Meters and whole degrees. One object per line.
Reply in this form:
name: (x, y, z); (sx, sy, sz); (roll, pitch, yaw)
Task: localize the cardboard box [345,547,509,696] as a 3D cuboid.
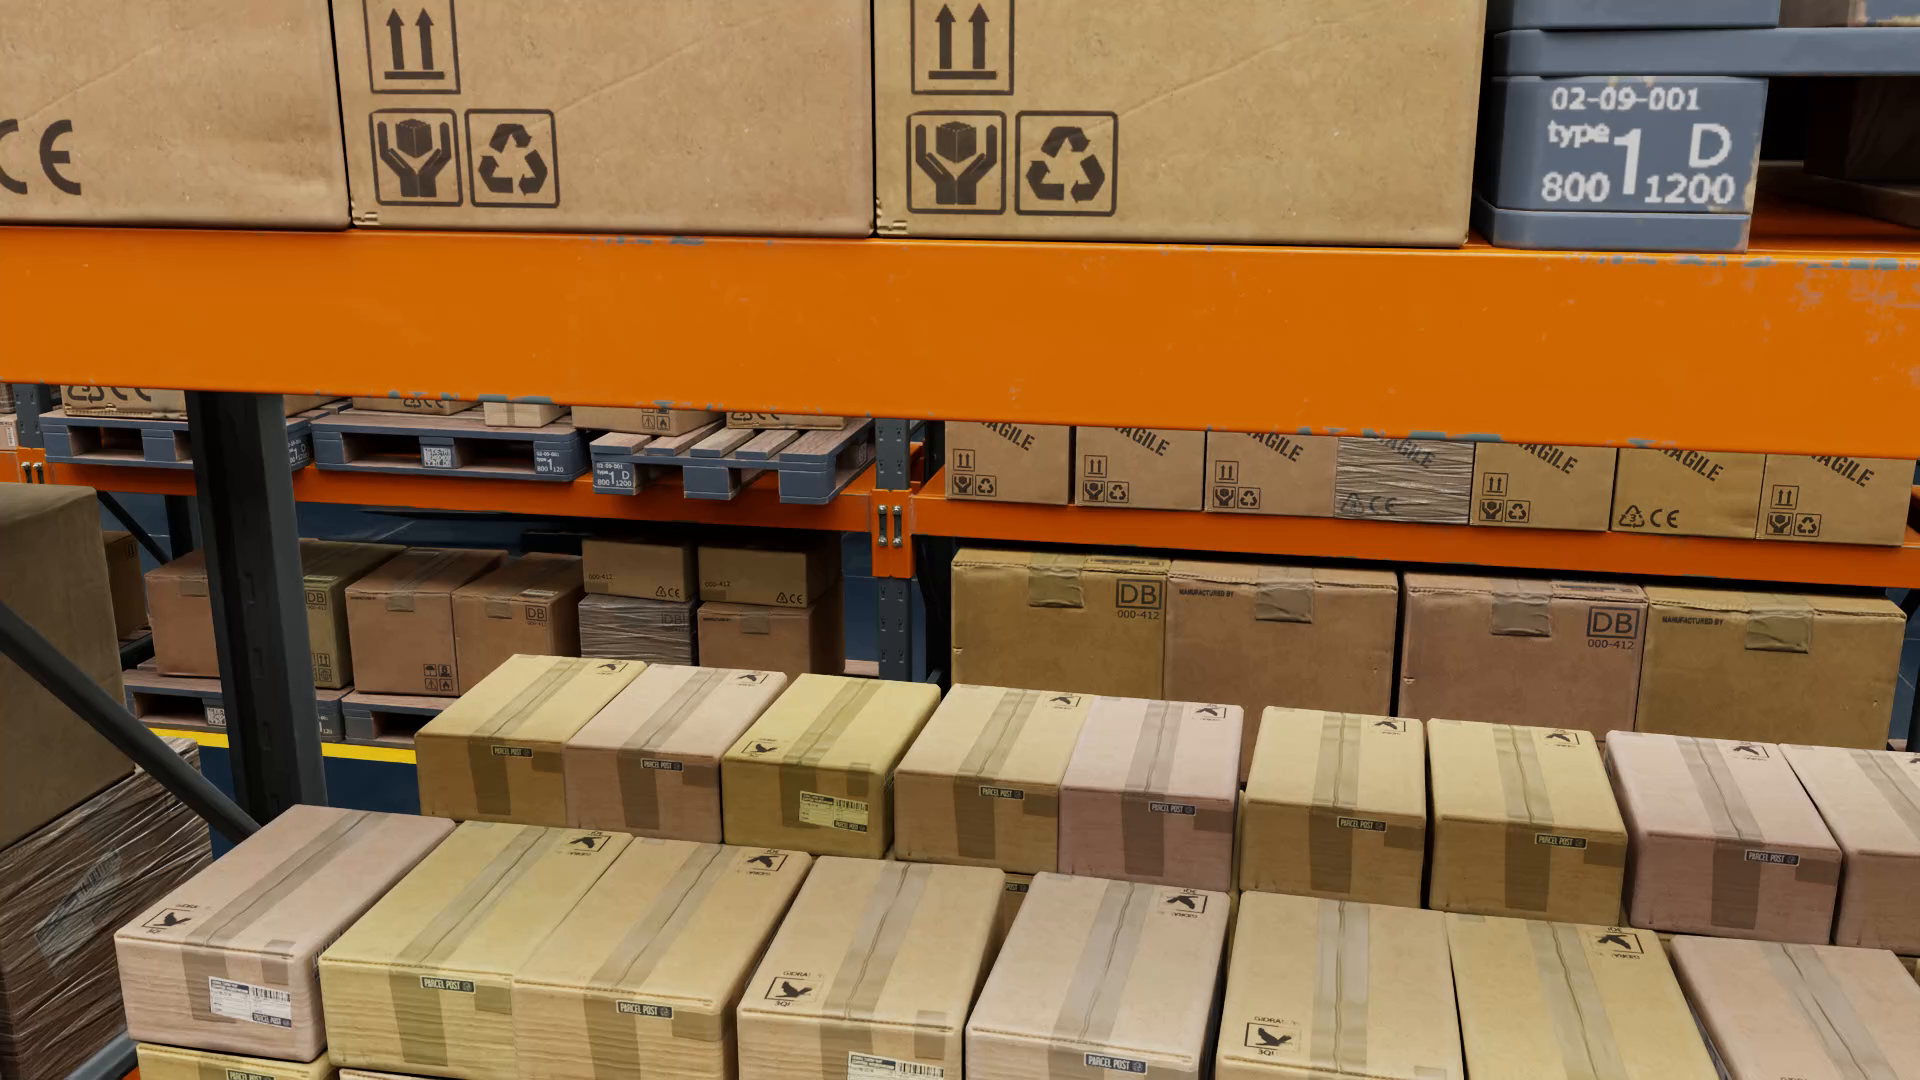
cardboard box: (-2.493, 0.374, 7.881); (0.500, 0.500, 0.700); (2, 16, 6)

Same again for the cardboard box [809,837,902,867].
cardboard box: (-0.175, 0.498, 2.703); (0.250, 0.149, 0.380); (3, 16, 12)

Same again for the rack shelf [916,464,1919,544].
rack shelf: (1.777, -0.145, 6.878); (3.809, 0.124, 0.919); (3, 16, 11)

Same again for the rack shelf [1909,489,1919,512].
rack shelf: (5.697, 0.033, 6.100); (3.809, 0.052, 0.919); (3, 16, 11)

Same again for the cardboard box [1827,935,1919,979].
cardboard box: (1.328, 0.581, 2.403); (0.250, 0.149, 0.380); (4, 16, 13)

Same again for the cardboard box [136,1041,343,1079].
cardboard box: (-0.837, 0.642, 2.183); (0.250, 0.149, 0.380); (4, 16, 14)

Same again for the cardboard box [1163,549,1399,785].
cardboard box: (1.361, 0.409, 7.089); (0.875, 0.875, 1.225); (3, 16, 11)

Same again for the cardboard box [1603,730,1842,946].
cardboard box: (1.088, 0.423, 2.415); (0.250, 0.149, 0.380); (4, 16, 13)

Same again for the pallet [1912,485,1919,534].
pallet: (6.651, -0.150, 11.137); (1.213, 0.211, 1.003); (3, 16, 11)

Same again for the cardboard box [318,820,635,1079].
cardboard box: (-0.592, 0.509, 2.105); (0.250, 0.149, 0.380); (3, 16, 10)

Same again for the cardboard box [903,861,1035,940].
cardboard box: (0.070, 0.511, 2.654); (0.250, 0.149, 0.380); (3, 16, 11)

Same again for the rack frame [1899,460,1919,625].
rack frame: (3.736, -0.290, 6.421); (0.053, 2.616, 0.949); (3, 16, 11)

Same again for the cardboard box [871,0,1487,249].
cardboard box: (0.219, -0.556, 1.572); (0.500, 0.500, 0.500); (3, 16, 11)

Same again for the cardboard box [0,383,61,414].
cardboard box: (-4.531, -0.948, 8.052); (0.500, 0.500, 0.875); (3, 16, 11)

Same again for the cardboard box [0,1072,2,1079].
cardboard box: (-1.961, 0.702, 2.650); (1.009, 0.500, 1.038); (3, 16, 11)

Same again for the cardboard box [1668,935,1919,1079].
cardboard box: (0.940, 0.593, 1.801); (0.250, 0.149, 0.380); (2, 16, 9)

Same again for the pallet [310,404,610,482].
pallet: (-2.131, -0.506, 7.559); (1.213, 0.211, 1.003); (3, 16, 11)

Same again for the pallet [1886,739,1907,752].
pallet: (4.466, 1.114, 6.576); (1.213, 0.211, 1.003); (3, 16, 11)

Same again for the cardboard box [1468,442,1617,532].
cardboard box: (2.227, -0.347, 6.438); (0.500, 0.500, 0.500); (3, 16, 10)

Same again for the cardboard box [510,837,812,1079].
cardboard box: (-0.353, 0.523, 2.053); (0.250, 0.149, 0.380); (3, 16, 11)

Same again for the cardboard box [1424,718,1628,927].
cardboard box: (0.823, 0.410, 2.463); (0.250, 0.149, 0.380); (4, 16, 13)

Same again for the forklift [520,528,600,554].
forklift: (-18.901, -4.196, 20.816); (37.697, 2.843, 19.219); (1, 16, 5)

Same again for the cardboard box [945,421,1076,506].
cardboard box: (0.239, -0.455, 6.828); (0.500, 0.500, 0.500); (4, 16, 13)

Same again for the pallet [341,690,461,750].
pallet: (-2.140, 0.732, 7.952); (1.213, 0.211, 1.003); (3, 16, 11)

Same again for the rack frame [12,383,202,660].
rack frame: (-4.103, -0.717, 7.960); (0.127, 3.000, 1.000); (3, 16, 11)

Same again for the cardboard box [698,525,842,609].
cardboard box: (-0.846, 0.100, 7.467); (0.500, 0.250, 0.500); (4, 16, 13)

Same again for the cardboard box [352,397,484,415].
cardboard box: (-2.386, -0.901, 7.645); (0.637, 0.503, 0.797); (5, 16, 17)

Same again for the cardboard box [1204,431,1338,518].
cardboard box: (1.248, -0.402, 6.637); (0.500, 0.500, 0.500); (3, 16, 10)

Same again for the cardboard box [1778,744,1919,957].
cardboard box: (1.335, 0.437, 2.366); (0.250, 0.149, 0.380); (3, 16, 11)

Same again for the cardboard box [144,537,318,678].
cardboard box: (-3.505, 0.314, 8.097); (0.500, 0.500, 0.700); (2, 16, 7)

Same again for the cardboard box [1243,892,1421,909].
cardboard box: (0.569, 0.539, 2.555); (0.250, 0.149, 0.380); (4, 16, 12)

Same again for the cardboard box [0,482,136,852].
cardboard box: (-1.708, 0.232, 2.476); (0.500, 0.500, 0.700); (3, 16, 11)

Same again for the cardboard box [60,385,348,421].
cardboard box: (-3.352, -1.129, 7.539); (1.000, 1.000, 1.000); (3, 16, 11)

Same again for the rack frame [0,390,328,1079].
rack frame: (-1.270, 0.788, 2.527); (0.127, 3.000, 1.000); (3, 16, 11)

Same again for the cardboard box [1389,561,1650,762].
cardboard box: (2.230, 0.454, 6.926); (0.875, 0.875, 1.225); (3, 16, 9)

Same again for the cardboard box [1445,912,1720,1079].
cardboard box: (0.676, 0.579, 1.851); (0.270, 0.149, 0.393); (4, 16, 13)

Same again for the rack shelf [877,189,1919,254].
rack shelf: (0.689, -0.298, 1.813); (3.809, 0.124, 0.919); (3, 16, 11)

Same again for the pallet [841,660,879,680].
pallet: (-0.949, 0.798, 7.716); (1.213, 0.211, 1.003); (3, 16, 11)

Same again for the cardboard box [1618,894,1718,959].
cardboard box: (1.068, 0.567, 2.454); (0.250, 0.149, 0.380); (3, 16, 10)

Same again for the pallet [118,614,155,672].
pallet: (-4.768, 0.601, 8.428); (1.213, 0.211, 1.003); (3, 16, 11)

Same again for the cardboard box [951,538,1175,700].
cardboard box: (0.489, 0.360, 7.268); (0.875, 0.875, 1.225); (2, 16, 8)

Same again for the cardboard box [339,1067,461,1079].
cardboard box: (-0.571, 0.656, 2.133); (0.250, 0.149, 0.380); (4, 16, 14)

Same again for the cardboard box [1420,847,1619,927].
cardboard box: (0.822, 0.552, 2.505); (0.250, 0.149, 0.380); (3, 16, 10)

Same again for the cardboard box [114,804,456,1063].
cardboard box: (-0.852, 0.496, 2.153); (0.250, 0.149, 0.380); (3, 16, 11)

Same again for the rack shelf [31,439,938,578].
rack shelf: (-2.143, -0.264, 7.672); (4.000, 0.370, 1.077); (3, 16, 11)

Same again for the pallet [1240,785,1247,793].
pallet: (1.766, 0.967, 7.105); (1.213, 0.211, 1.003); (3, 16, 11)
